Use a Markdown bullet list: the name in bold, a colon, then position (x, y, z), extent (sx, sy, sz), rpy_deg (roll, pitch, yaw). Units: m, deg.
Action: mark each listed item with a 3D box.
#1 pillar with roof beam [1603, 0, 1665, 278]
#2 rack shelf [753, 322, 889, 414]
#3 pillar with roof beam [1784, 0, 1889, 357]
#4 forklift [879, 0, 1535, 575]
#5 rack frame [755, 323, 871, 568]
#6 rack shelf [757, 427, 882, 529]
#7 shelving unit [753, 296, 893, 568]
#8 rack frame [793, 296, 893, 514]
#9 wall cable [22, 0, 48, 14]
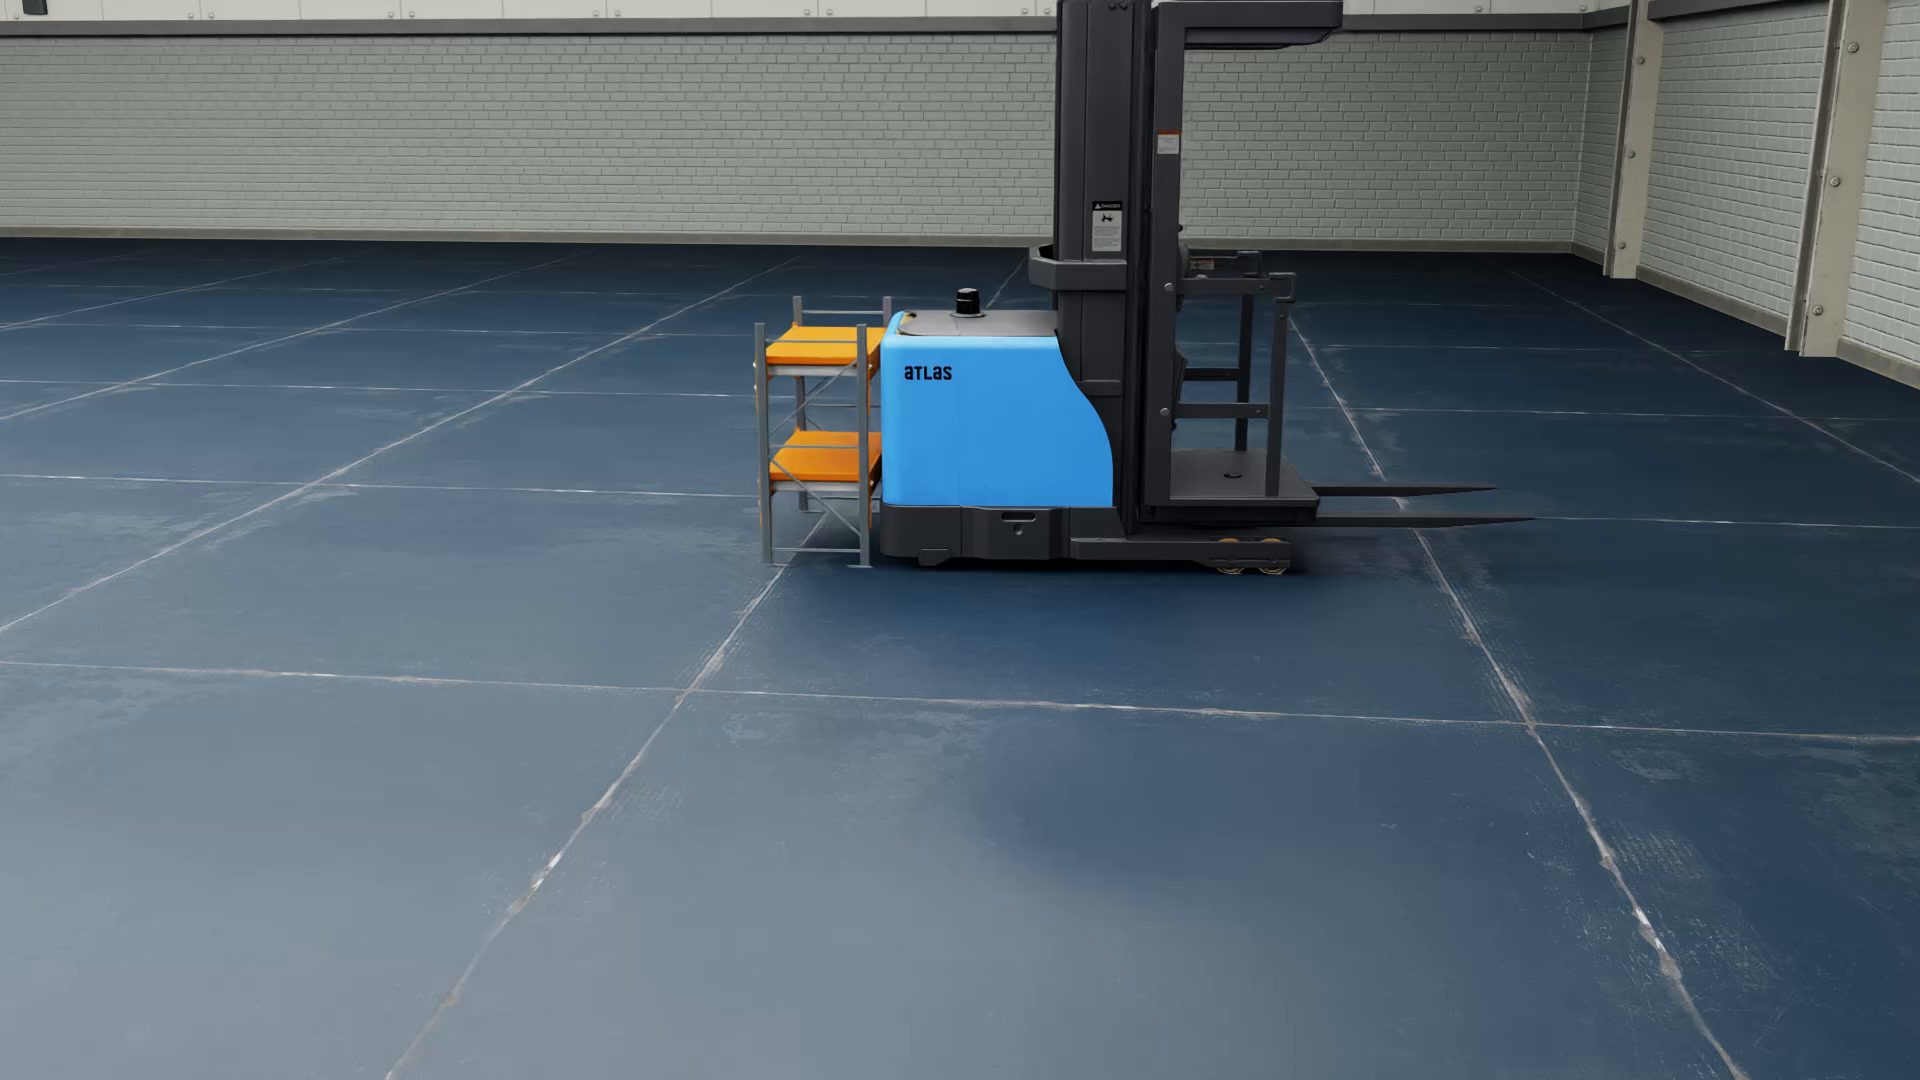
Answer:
- **pillar with roof beam**: position (3.556, -7.597, 19.018), extent (9.100, 9.000, 0.400), rpy_deg (2, 15, 6)
- **rack shelf**: position (-0.629, -0.836, 7.976), extent (0.538, 0.278, 1.000), rpy_deg (1, 15, 4)
- **pillar with roof beam**: position (2.878, -6.041, 13.263), extent (9.100, 9.000, 0.400), rpy_deg (2, 15, 6)
- **forklift**: position (1.154, -1.396, 7.710), extent (3.031, 2.935, 1.130), rpy_deg (0, 15, 1)
- **rack frame**: position (-0.665, -0.421, 7.563), extent (0.500, 1.125, 0.032), rpy_deg (1, 15, 4)
- **rack shelf**: position (-0.629, -0.317, 8.116), extent (0.538, 0.278, 1.000), rpy_deg (1, 15, 4)
- **shelving unit**: position (-0.629, -0.553, 8.052), extent (0.538, 1.125, 1.048), rpy_deg (1, 15, 4)
- **rack frame**: position (-0.592, -0.685, 8.542), extent (0.500, 1.125, 0.032), rpy_deg (1, 15, 4)
- **wall cable**: position (-12.388, -10.481, 23.169), extent (2.305, 6.003, 0.169), rpy_deg (2, 15, 6)
